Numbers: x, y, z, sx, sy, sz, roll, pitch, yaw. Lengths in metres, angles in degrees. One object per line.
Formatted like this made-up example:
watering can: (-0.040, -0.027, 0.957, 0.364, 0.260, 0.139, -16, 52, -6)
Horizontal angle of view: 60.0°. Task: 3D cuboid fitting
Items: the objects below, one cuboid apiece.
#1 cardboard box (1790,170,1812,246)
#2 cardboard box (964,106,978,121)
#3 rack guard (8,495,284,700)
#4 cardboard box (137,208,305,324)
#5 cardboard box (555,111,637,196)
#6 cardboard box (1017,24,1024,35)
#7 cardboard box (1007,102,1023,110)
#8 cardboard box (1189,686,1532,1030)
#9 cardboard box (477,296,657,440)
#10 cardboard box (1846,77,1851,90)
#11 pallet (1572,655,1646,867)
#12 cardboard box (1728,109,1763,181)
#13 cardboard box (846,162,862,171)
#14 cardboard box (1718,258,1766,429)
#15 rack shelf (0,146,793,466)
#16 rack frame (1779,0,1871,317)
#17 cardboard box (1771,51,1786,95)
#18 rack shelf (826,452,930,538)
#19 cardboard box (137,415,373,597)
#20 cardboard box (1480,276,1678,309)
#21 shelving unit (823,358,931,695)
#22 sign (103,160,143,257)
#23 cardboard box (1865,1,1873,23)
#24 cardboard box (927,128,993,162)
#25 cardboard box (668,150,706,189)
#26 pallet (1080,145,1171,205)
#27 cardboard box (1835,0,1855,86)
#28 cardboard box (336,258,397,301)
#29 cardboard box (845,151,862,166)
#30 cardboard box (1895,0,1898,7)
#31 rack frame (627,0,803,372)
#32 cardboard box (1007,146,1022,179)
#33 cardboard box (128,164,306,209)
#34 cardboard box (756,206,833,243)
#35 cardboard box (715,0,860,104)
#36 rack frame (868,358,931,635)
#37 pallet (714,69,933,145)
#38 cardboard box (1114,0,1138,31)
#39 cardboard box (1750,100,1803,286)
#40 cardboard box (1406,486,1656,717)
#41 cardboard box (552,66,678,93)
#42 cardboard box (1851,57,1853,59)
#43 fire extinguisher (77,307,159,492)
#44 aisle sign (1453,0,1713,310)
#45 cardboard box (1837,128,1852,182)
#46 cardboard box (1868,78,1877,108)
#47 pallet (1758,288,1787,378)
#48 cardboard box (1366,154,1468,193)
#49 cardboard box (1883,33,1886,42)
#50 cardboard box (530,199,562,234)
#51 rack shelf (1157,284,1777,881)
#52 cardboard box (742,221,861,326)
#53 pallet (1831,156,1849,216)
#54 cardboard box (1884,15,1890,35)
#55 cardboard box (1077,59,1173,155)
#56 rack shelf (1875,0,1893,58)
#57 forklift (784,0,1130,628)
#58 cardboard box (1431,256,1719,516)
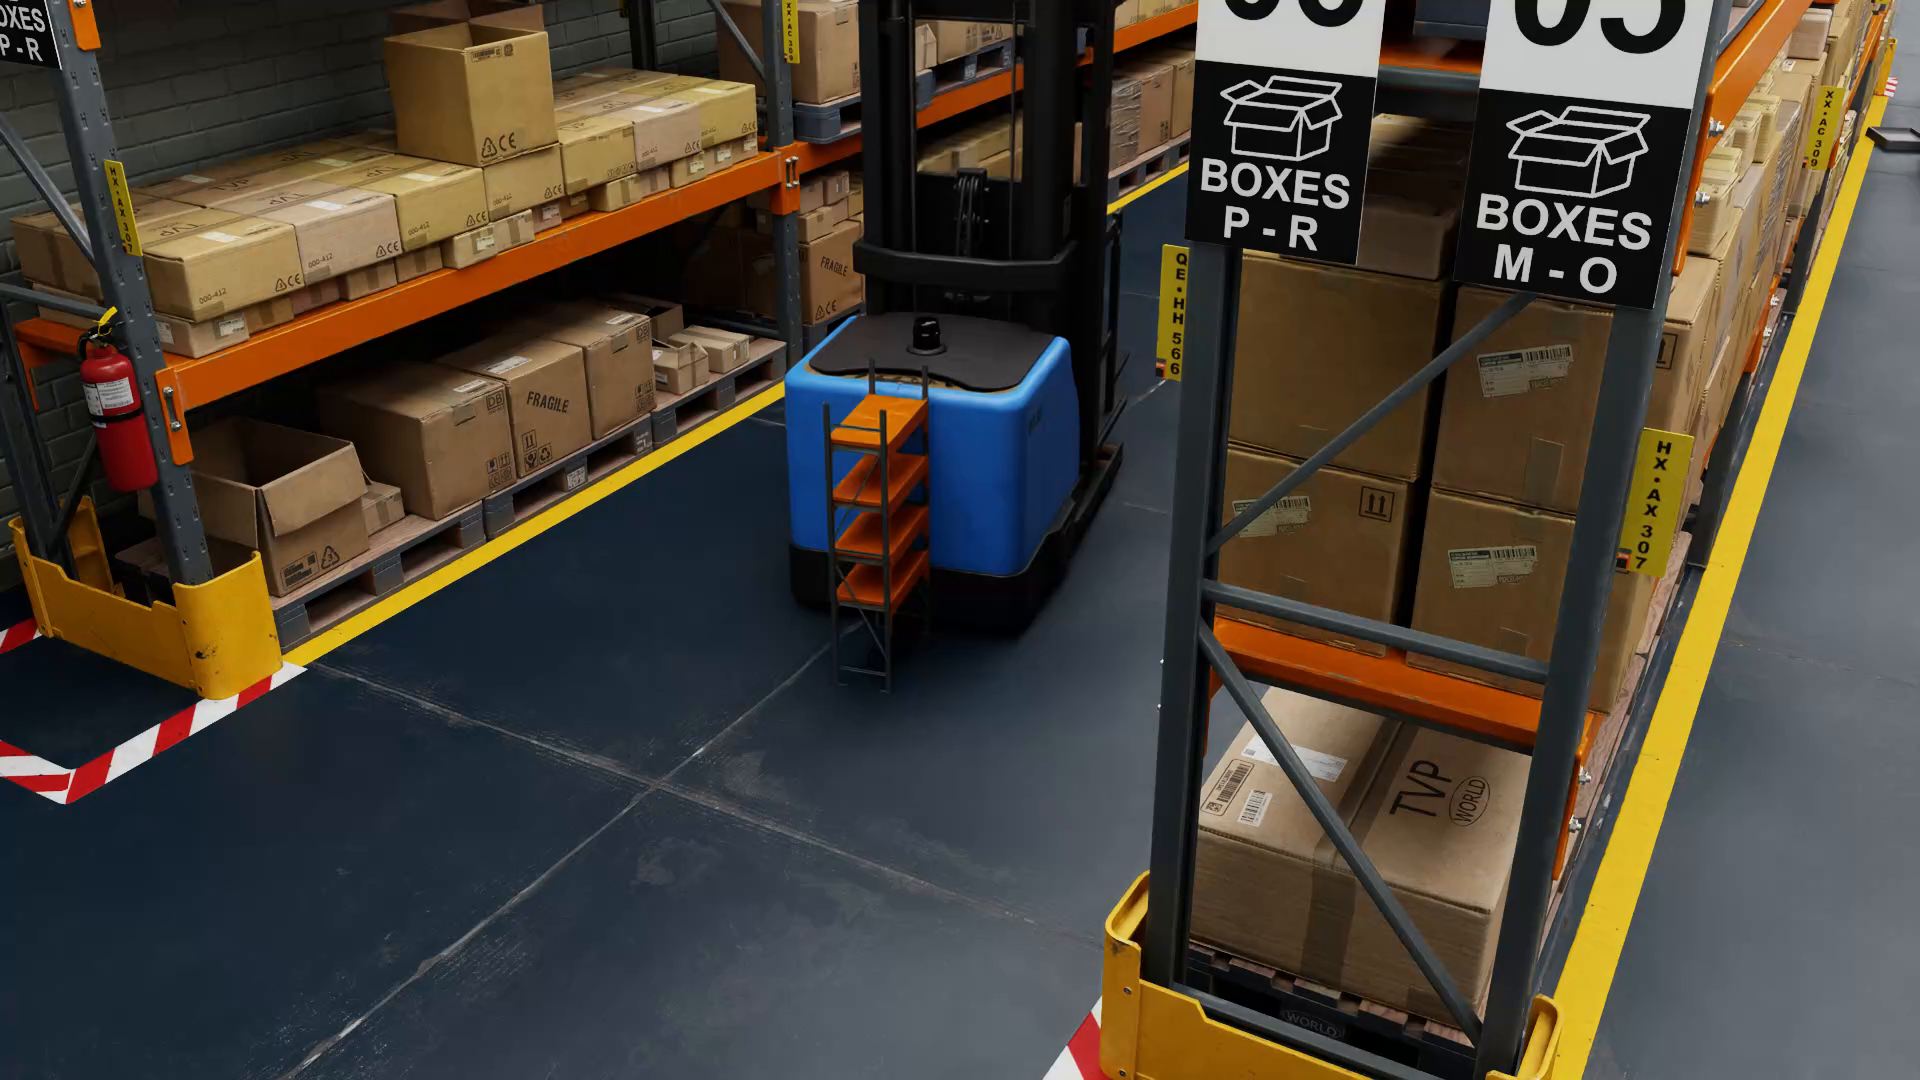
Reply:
cardboard box: (3.645, -1.585, 7.733, 0.500, 0.250, 0.500, 13, 30, 25)
cardboard box: (-0.092, -3.115, 12.221, 0.380, 0.149, 0.250, 15, 30, 28)
rack guard: (-3.308, 0.219, 6.755, 1.175, 0.500, 0.348, 14, 30, 26)
cardboard box: (-2.887, -1.053, 6.338, 0.500, 0.250, 0.500, 14, 30, 26)
cardboard box: (-1.906, -1.852, 7.935, 0.500, 0.250, 0.500, 14, 30, 26)
cardboard box: (0.353, -3.626, 11.340, 0.500, 0.250, 0.500, 13, 29, 24)
cardboard box: (0.568, -3.099, 12.189, 0.380, 0.149, 0.250, 13, 29, 24)
cardboard box: (1.216, 0.901, 4.993, 0.875, 0.438, 0.875, 13, 29, 24)
cardboard box: (-1.997, -0.886, 8.493, 0.700, 0.500, 0.500, 13, 29, 24)
cardboard box: (4.891, -2.574, 9.710, 0.500, 0.250, 0.500, 13, 29, 24)
pallet: (1.905, 0.666, 6.183, 1.003, 0.211, 1.213, 14, 30, 26)
cardboard box: (2.045, -1.140, 4.722, 0.380, 0.149, 0.250, 14, 30, 27)
cardboard box: (-0.506, -2.296, 10.585, 0.380, 0.149, 0.250, 14, 30, 26)
cardboard box: (2.457, -0.744, 5.773, 0.500, 0.500, 0.500, 14, 30, 25)
rack shelf: (-2.361, -1.327, 7.854, 1.077, 0.370, 4.000, 14, 30, 26)
rack frame: (4.914, -2.896, 10.184, 1.000, 3.000, 0.127, 14, 30, 26)
cardboard box: (2.515, -1.547, 5.536, 0.380, 0.149, 0.250, 14, 30, 26)
rack shelf: (-0.312, -0.192, 6.443, 0.258, 0.148, 0.480, 8, 28, 15)
cardboard box: (-2.962, -0.159, 7.036, 0.797, 0.503, 0.637, 13, 29, 24)
cardboard box: (1.394, -0.637, 3.719, 0.380, 0.149, 0.250, 15, 30, 27)
shelving unit: (-0.312, -0.052, 6.513, 0.258, 1.200, 0.503, 8, 28, 15)
sign: (-2.873, -1.137, 5.704, 0.100, 0.325, 0.005, 14, 30, 26)
cardboard box: (5.587, -3.590, 10.658, 0.500, 0.500, 0.500, 16, 31, 29)
cardboard box: (0.001, -2.703, 11.397, 0.380, 0.149, 0.250, 14, 30, 25)
cardboard box: (-1.530, -1.923, 8.522, 0.380, 0.149, 0.250, 15, 30, 27)
pallet: (1.029, -3.053, 13.612, 1.003, 0.211, 1.213, 14, 30, 26)
cardboard box: (3.888, -2.336, 7.837, 0.500, 0.500, 0.500, 13, 30, 25)
cardboard box: (-2.583, -1.129, 6.936, 0.380, 0.149, 0.250, 15, 30, 28)
cardboard box: (-0.848, -2.509, 11.011, 0.380, 0.149, 0.250, 15, 30, 27)
cardboard box: (8.560, -5.070, 15.567, 0.380, 0.149, 0.250, 15, 30, 28)
rack frame: (-1.377, -2.428, 9.250, 1.000, 3.000, 0.127, 14, 30, 26)
cardboard box: (0.314, -2.653, 12.021, 0.500, 0.500, 0.500, 14, 30, 25)
cardboard box: (-3.095, -1.374, 6.979, 0.500, 0.250, 0.500, 14, 30, 26)
cardboard box: (-0.969, -1.870, 9.733, 0.380, 0.149, 0.250, 16, 31, 28)
cardboard box: (-0.945, -2.800, 9.412, 0.700, 0.500, 0.500, 15, 30, 27)
rack frame: (-0.240, -0.156, 6.722, 0.240, 1.200, 0.015, 8, 28, 15)
pallet: (-0.889, -2.630, 9.867, 1.003, 0.211, 1.213, 14, 30, 26)
cardboard box: (1.021, -4.039, 12.636, 0.500, 0.250, 0.500, 14, 30, 26)
cardboard box: (2.455, -1.188, 5.543, 0.500, 0.500, 0.500, 15, 30, 27)
cardboard box: (1.464, 0.053, 4.181, 0.500, 0.500, 0.500, 14, 30, 26)
cardboard box: (-1.856, -2.361, 8.951, 0.500, 0.250, 0.500, 14, 30, 26)
cardboard box: (4.648, -2.607, 9.216, 0.500, 0.250, 0.500, 13, 30, 25)
fire extinguisher: (-3.015, -0.509, 5.919, 0.296, 0.674, 0.183, 14, 30, 26)
aisle sign: (1.195, -0.849, 3.190, 0.394, 0.787, 0.004, 14, 30, 26)
cardboard box: (6.275, -2.982, 12.822, 0.950, 0.372, 0.625, 16, 31, 29)
cardboard box: (8.171, -4.192, 15.376, 0.500, 0.250, 0.500, 13, 29, 24)
pallet: (4.460, -1.358, 10.227, 1.003, 0.211, 1.213, 14, 30, 26)
cardboard box: (1.084, -0.848, 4.140, 0.380, 0.149, 0.250, 15, 30, 27)
cardboard box: (7.660, -4.130, 14.414, 0.500, 0.500, 0.500, 16, 31, 28)
cardboard box: (-2.089, -1.539, 7.754, 0.380, 0.149, 0.250, 14, 30, 26)
rack shelf: (1.962, -0.236, 5.674, 1.077, 0.370, 4.000, 14, 30, 26)
cardboard box: (-0.944, -1.637, 9.994, 0.500, 0.500, 0.500, 16, 31, 28)
pallet: (6.500, -2.904, 13.315, 1.003, 0.211, 1.213, 14, 30, 26)
cardboard box: (7.772, -4.445, 14.319, 0.380, 0.149, 0.250, 15, 30, 28)
cardboard box: (1.224, -3.610, 13.794, 0.875, 0.625, 0.625, 15, 30, 28)
rack shelf: (7.865, -4.912, 15.016, 1.077, 0.370, 4.000, 14, 30, 26)
forklift: (0.190, -1.588, 7.647, 1.130, 2.935, 3.031, 8, 28, 15)
cardboard box: (1.462, -0.394, 3.958, 0.500, 0.500, 0.500, 13, 30, 25)
